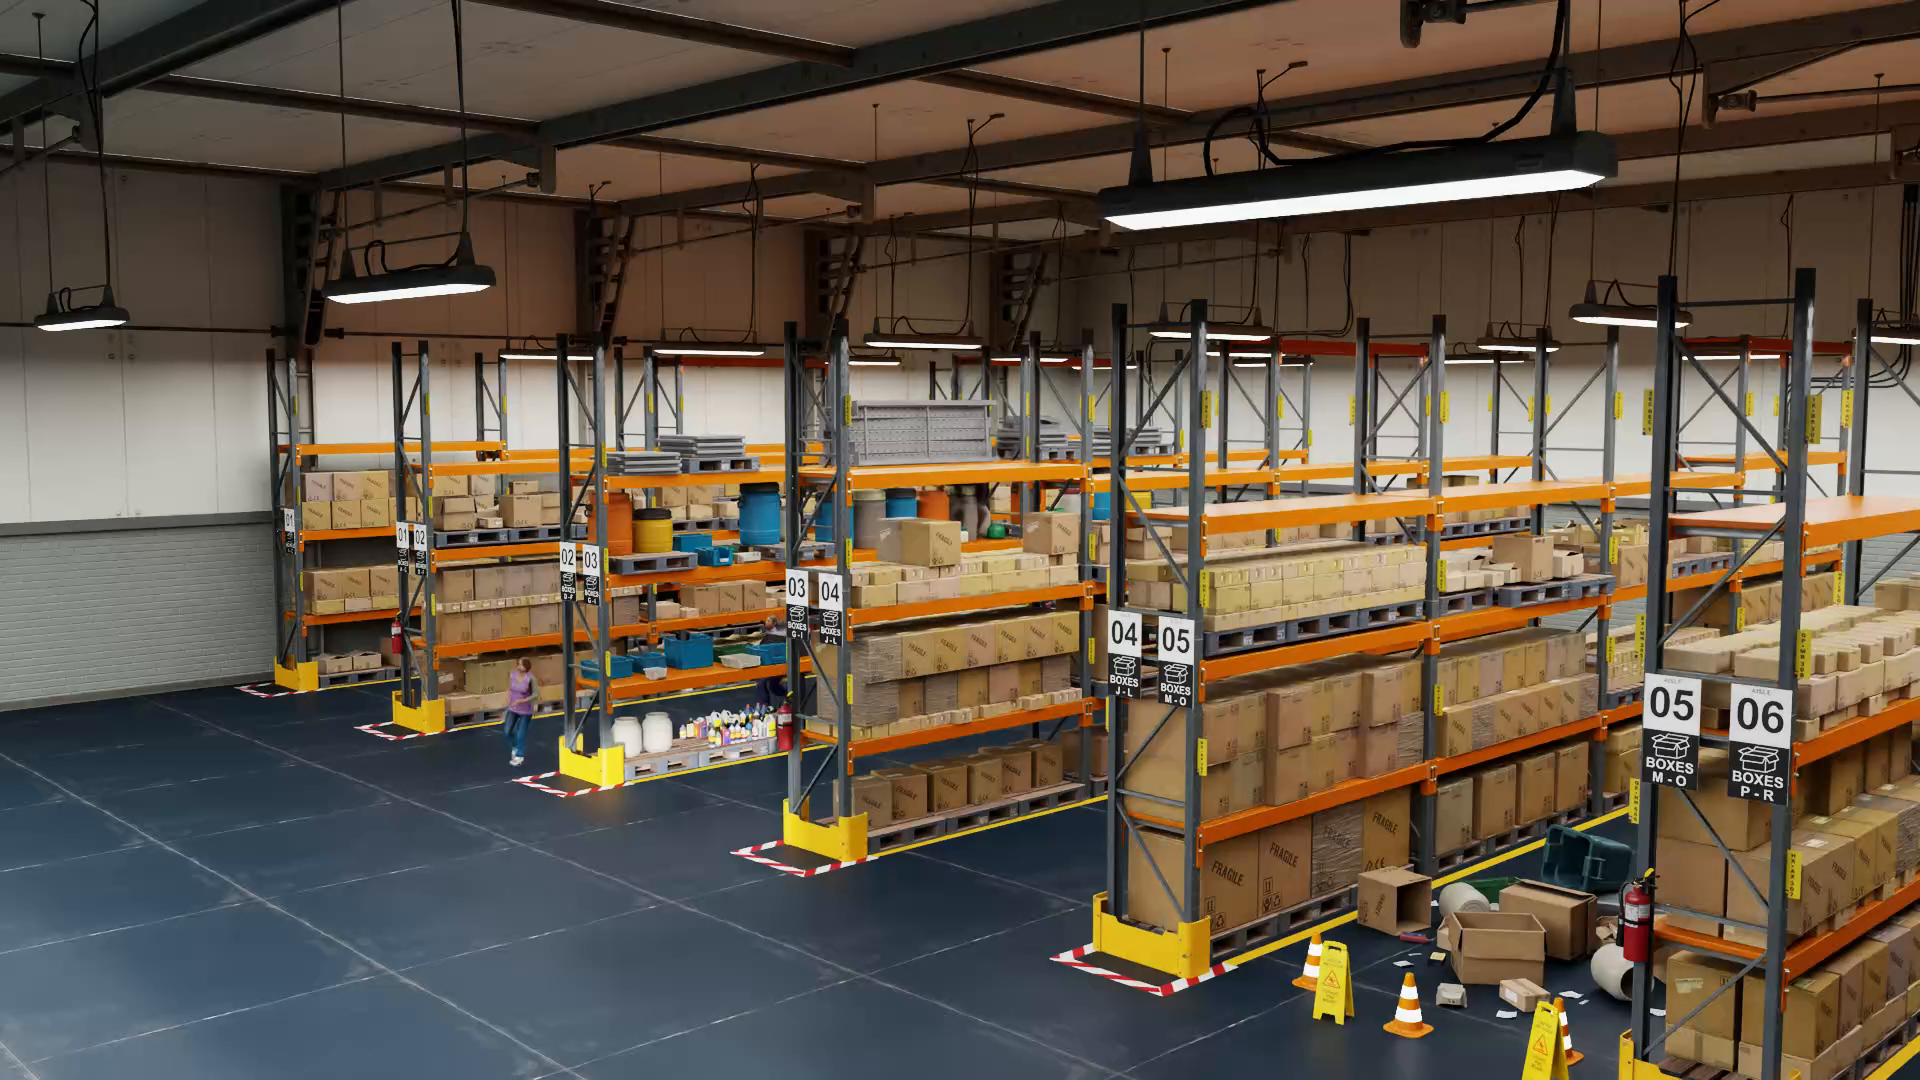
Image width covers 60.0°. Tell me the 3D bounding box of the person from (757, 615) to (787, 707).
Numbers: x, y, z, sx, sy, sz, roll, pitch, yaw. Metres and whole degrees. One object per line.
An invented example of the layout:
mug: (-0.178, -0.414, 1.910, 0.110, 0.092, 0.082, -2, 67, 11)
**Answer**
person: (-3.023, 2.026, 26.968, 0.613, 1.640, 0.726, 5, 7, 45)

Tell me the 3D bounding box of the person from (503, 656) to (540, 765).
person: (-6.099, 2.384, 23.151, 0.529, 1.550, 0.532, 1, 5, 11)
